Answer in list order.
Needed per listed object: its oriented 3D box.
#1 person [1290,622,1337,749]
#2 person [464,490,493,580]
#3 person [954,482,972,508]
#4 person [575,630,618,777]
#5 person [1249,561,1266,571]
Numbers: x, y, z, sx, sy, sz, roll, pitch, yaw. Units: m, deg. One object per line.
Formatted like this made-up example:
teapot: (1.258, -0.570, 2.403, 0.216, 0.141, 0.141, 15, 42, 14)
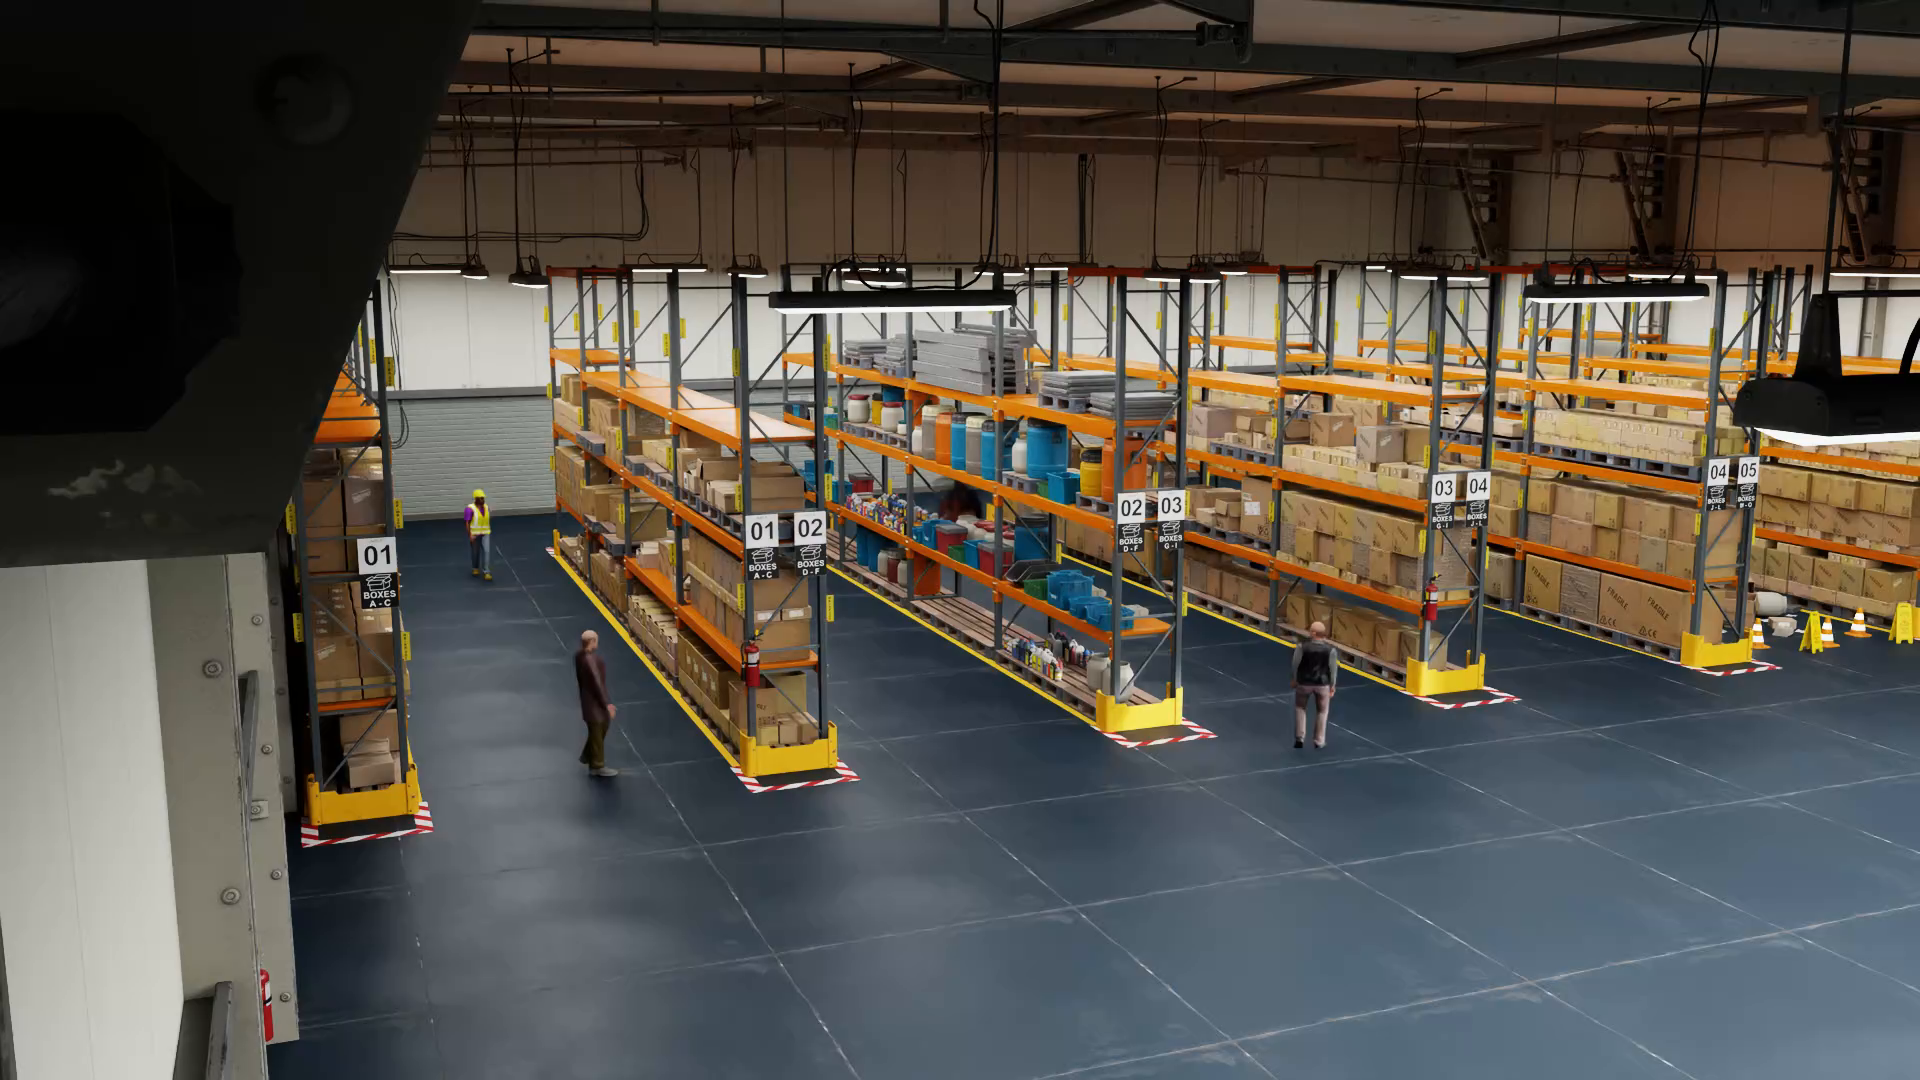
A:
person: (4.518, 1.858, 21.245, 0.585, 1.720, 0.535, 3, 10, 18)
person: (-9.341, -0.111, 32.293, 0.543, 1.731, 0.958, -5, 11, -25)
person: (-0.003, -0.390, 34.135, 0.440, 1.676, 0.542, 2, 10, 12)
person: (-4.426, 1.982, 20.234, 0.487, 1.822, 0.673, -2, 10, -12)
person: (5.799, -0.096, 32.454, 0.457, 1.660, 0.502, -1, 10, -8)
